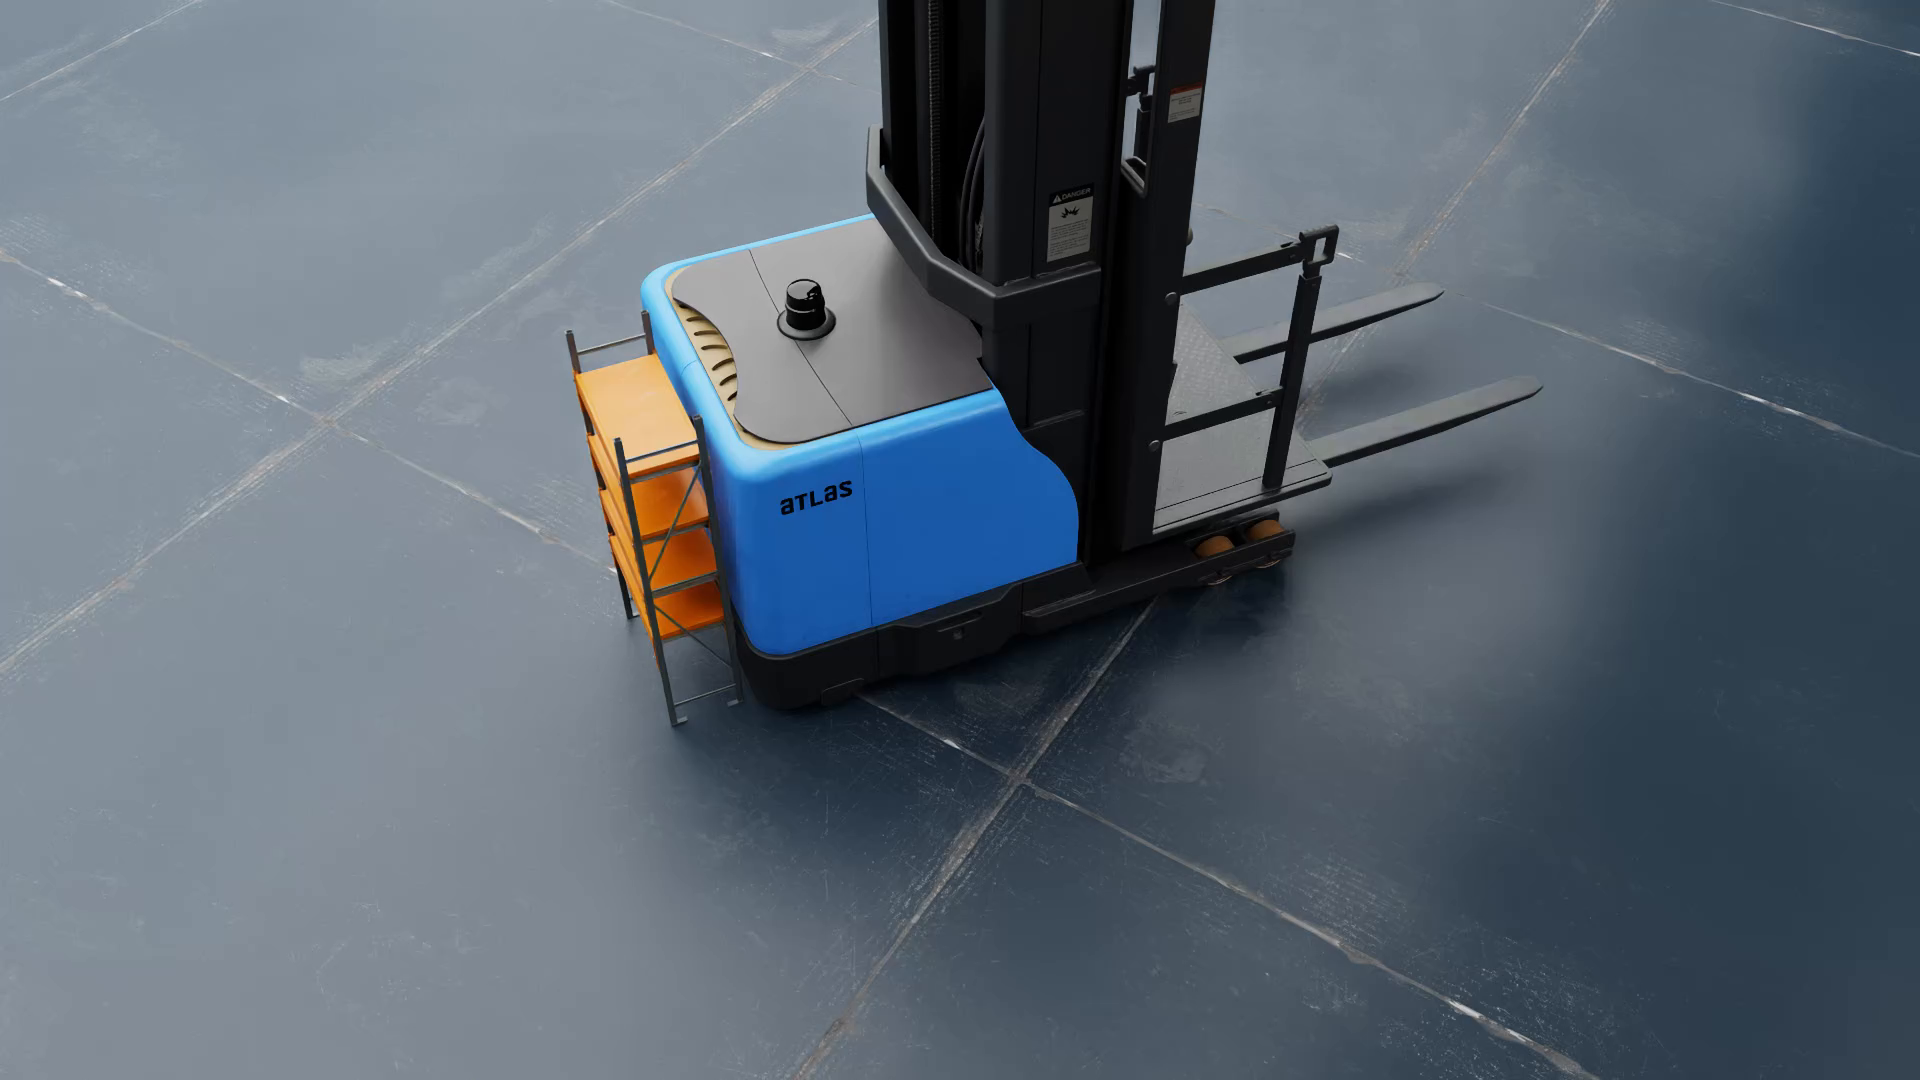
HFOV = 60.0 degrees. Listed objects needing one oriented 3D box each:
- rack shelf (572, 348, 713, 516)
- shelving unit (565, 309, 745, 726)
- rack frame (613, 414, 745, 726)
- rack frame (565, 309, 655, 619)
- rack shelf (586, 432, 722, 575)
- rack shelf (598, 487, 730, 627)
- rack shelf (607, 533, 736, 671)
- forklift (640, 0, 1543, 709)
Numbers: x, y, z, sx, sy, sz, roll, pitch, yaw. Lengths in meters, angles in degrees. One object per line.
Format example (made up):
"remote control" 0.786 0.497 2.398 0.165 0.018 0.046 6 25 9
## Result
"rack shelf" -0.892 -0.310 4.667 0.258 0.148 0.480 -18 48 -17
"shelving unit" -0.892 -0.036 4.948 0.258 1.200 0.503 -18 48 -17
"rack frame" -0.793 0.124 4.793 0.240 1.200 0.015 -18 48 -17
"rack frame" -0.992 -0.196 5.104 0.240 1.200 0.015 -18 48 -17
"rack shelf" -0.892 -0.145 4.836 0.258 0.148 0.480 -18 48 -17
"rack shelf" -0.892 0.011 4.997 0.258 0.148 0.480 -18 48 -17
"rack shelf" -0.892 0.149 5.139 0.258 0.148 0.480 -18 48 -17
"forklift" 0.578 -1.202 4.875 3.031 2.935 1.130 -17 48 -16
